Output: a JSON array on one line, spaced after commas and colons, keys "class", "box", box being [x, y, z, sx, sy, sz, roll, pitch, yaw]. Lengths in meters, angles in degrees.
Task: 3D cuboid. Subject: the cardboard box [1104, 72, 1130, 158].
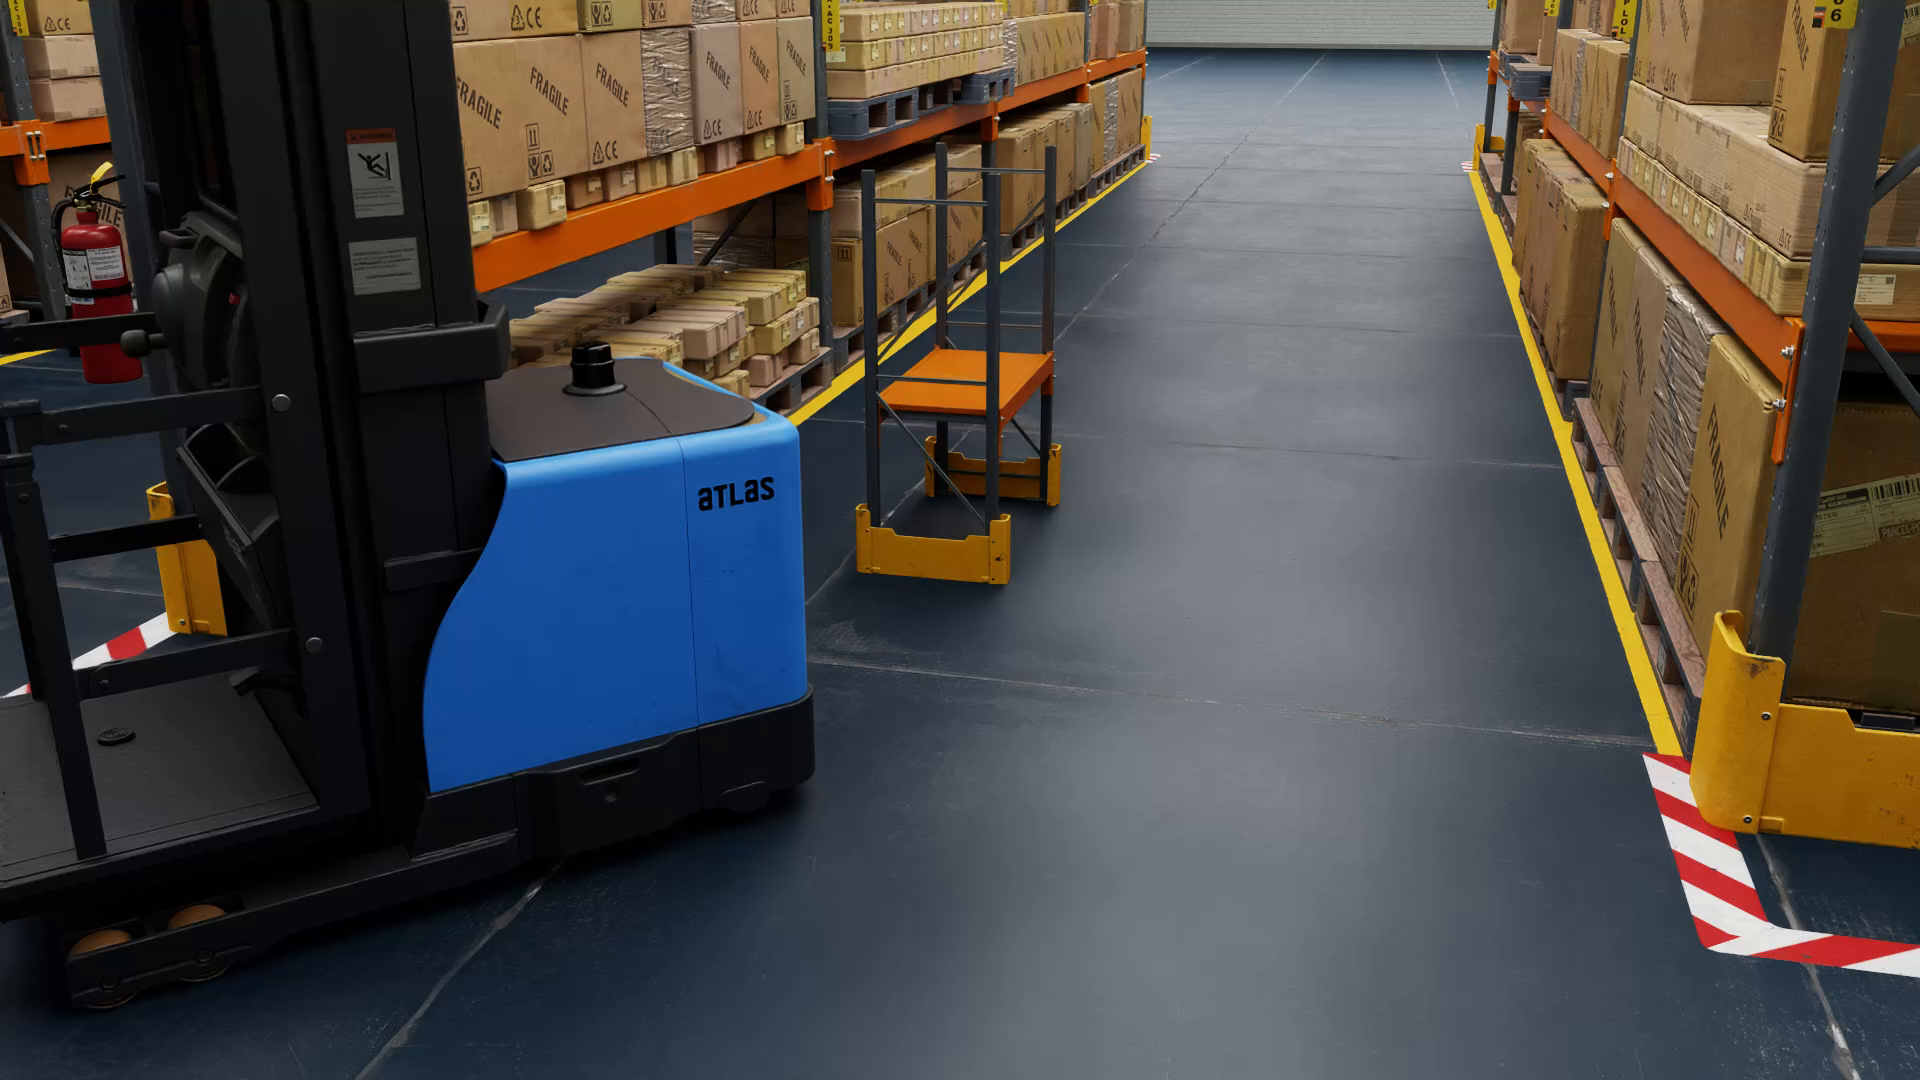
[{"class": "cardboard box", "box": [1.414, -4.803, 18.746, 0.875, 0.875, 0.875, 4, 19, 13]}]

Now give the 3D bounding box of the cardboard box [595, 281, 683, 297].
[{"class": "cardboard box", "box": [-1.627, -1.217, 8.450, 0.380, 0.149, 0.250, 4, 19, 13]}]

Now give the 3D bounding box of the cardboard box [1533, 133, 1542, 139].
[{"class": "cardboard box", "box": [5.673, -3.564, 15.700, 0.500, 0.500, 0.500, 4, 19, 12]}]

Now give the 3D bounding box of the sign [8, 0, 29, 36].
[{"class": "sign", "box": [-5.490, -3.105, 9.676, 0.100, 0.325, 0.005, 5, 19, 13]}]

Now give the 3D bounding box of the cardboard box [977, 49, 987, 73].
[{"class": "cardboard box", "box": [-0.026, -3.327, 11.525, 0.380, 0.149, 0.250, 5, 19, 14]}]

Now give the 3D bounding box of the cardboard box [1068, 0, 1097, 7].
[{"class": "cardboard box", "box": [0.875, -5.545, 16.377, 0.875, 0.550, 0.550, 5, 19, 13]}]

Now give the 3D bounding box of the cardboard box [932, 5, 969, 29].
[{"class": "cardboard box", "box": [-0.155, -3.448, 10.960, 0.380, 0.149, 0.250, 5, 19, 13]}]

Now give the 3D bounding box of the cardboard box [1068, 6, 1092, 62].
[{"class": "cardboard box", "box": [0.830, -5.037, 16.562, 0.875, 0.550, 0.550, 5, 19, 13]}]

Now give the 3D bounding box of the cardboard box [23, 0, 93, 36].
[{"class": "cardboard box", "box": [-5.642, -3.337, 10.115, 0.500, 0.500, 0.500, 5, 19, 14]}]

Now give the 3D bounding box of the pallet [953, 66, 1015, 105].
[{"class": "pallet", "box": [-0.297, -3.273, 11.927, 1.213, 0.211, 1.003, 5, 19, 13]}]

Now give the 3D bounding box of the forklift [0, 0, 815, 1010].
[{"class": "forklift", "box": [-1.918, -0.549, 3.760, 3.031, 2.935, 1.130, -12, 22, -31]}]

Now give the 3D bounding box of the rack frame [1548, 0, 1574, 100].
[{"class": "rack frame", "box": [4.559, -3.173, 11.335, 1.000, 3.000, 0.127, 5, 19, 13]}]

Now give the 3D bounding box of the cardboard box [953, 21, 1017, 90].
[{"class": "cardboard box", "box": [0.145, -3.763, 12.908, 0.500, 0.500, 0.500, 5, 19, 14]}]

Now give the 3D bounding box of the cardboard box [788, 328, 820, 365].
[{"class": "cardboard box", "box": [-0.969, -1.042, 8.858, 0.380, 0.149, 0.250, 5, 19, 14]}]

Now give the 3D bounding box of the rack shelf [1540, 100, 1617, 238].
[{"class": "rack shelf", "box": [4.070, -2.205, 9.616, 1.077, 0.370, 4.000, 5, 19, 13]}]

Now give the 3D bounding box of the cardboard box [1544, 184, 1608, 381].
[{"class": "cardboard box", "box": [3.718, -1.314, 8.532, 1.225, 0.875, 0.875, 5, 19, 14]}]

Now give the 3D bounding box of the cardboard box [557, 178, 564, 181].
[{"class": "cardboard box", "box": [-1.714, -1.300, 6.243, 0.380, 0.149, 0.250, 6, 20, 16]}]

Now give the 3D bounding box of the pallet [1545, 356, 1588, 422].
[{"class": "pallet", "box": [3.697, -0.847, 8.841, 1.003, 0.211, 1.213, 5, 19, 13]}]

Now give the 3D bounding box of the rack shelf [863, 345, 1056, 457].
[{"class": "rack shelf", "box": [0.021, -0.566, 6.582, 0.538, 0.185, 1.000, 5, 19, 13]}]

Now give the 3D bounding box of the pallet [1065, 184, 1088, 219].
[{"class": "pallet", "box": [0.636, -3.282, 15.971, 1.003, 0.211, 1.213, 5, 19, 13]}]

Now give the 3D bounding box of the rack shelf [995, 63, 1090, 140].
[{"class": "rack shelf", "box": [0.262, -3.882, 14.526, 1.077, 0.370, 4.000, 5, 19, 13]}]

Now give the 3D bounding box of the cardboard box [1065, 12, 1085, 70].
[{"class": "cardboard box", "box": [0.883, -4.712, 15.688, 0.500, 0.500, 0.500, 5, 19, 13]}]

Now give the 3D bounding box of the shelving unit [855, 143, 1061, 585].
[{"class": "shelving unit", "box": [0.019, -0.734, 6.515, 0.587, 1.500, 1.083, 5, 19, 13]}]

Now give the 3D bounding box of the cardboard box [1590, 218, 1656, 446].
[{"class": "cardboard box", "box": [3.343, -0.912, 7.353, 0.875, 0.875, 0.875, 5, 19, 13]}]

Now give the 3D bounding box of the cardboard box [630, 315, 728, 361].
[{"class": "cardboard box", "box": [-1.285, -0.927, 7.600, 0.380, 0.149, 0.250, 4, 19, 11]}]

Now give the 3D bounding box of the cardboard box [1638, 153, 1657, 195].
[{"class": "cardboard box", "box": [2.996, -1.486, 6.786, 0.380, 0.149, 0.250, 4, 19, 12]}]

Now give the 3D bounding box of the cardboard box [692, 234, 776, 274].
[{"class": "cardboard box", "box": [-1.267, -1.610, 9.978, 0.500, 0.500, 0.500, 4, 19, 12]}]

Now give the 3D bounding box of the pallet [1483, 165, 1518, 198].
[{"class": "pallet", "box": [5.962, -3.704, 17.204, 1.003, 0.211, 1.213, 5, 19, 13]}]

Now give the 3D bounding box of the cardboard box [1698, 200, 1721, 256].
[{"class": "cardboard box", "box": [2.620, -1.004, 5.375, 0.380, 0.149, 0.250, 4, 19, 12]}]

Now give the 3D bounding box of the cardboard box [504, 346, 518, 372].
[{"class": "cardboard box", "box": [-2.104, -0.736, 7.041, 0.380, 0.149, 0.250, 5, 20, 15]}]

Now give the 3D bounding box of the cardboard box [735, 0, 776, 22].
[{"class": "cardboard box", "box": [-1.177, -2.672, 7.709, 0.500, 0.500, 0.500, 4, 19, 12]}]

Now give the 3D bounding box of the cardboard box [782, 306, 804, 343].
[{"class": "cardboard box", "box": [-1.026, -1.123, 8.635, 0.380, 0.149, 0.250, 4, 19, 11]}]

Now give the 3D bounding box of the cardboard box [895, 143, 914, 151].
[{"class": "cardboard box", "box": [-0.629, -2.770, 12.213, 0.500, 0.250, 0.500, 4, 19, 11]}]

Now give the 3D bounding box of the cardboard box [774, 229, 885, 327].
[{"class": "cardboard box", "box": [-0.766, -1.569, 9.857, 0.500, 0.500, 0.500, 5, 20, 16]}]

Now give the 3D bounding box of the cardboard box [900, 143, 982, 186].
[{"class": "cardboard box", "box": [-0.139, -2.732, 12.101, 0.500, 0.250, 0.500, 4, 19, 12]}]

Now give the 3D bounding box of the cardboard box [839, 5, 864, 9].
[{"class": "cardboard box", "box": [-0.847, -3.416, 10.866, 0.380, 0.149, 0.250, 5, 20, 15]}]

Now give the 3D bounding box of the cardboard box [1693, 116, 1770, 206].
[{"class": "cardboard box", "box": [2.714, -1.226, 5.409, 0.500, 0.250, 0.500, 4, 19, 12]}]

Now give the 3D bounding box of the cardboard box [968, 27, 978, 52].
[{"class": "cardboard box", "box": [-0.092, -3.381, 11.224, 0.380, 0.149, 0.250, 5, 19, 14]}]

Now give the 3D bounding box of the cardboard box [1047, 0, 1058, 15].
[{"class": "cardboard box", "box": [0.512, -5.053, 15.138, 0.700, 0.500, 0.500, 4, 19, 12]}]

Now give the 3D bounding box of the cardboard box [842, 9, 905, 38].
[{"class": "cardboard box", "box": [-0.534, -2.959, 9.528, 0.380, 0.149, 0.250, 5, 19, 14]}]

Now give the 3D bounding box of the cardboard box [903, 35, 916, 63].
[{"class": "cardboard box", "box": [-0.474, -2.894, 9.798, 0.380, 0.149, 0.250, 4, 19, 11]}]

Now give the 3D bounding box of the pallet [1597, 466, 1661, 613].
[{"class": "pallet", "box": [3.024, 0.017, 6.313, 1.003, 0.211, 1.213, 5, 19, 13]}]

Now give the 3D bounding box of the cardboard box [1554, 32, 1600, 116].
[{"class": "cardboard box", "box": [4.052, -2.927, 10.462, 0.500, 0.500, 0.500, 4, 19, 12]}]

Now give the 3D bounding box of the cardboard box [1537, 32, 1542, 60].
[{"class": "cardboard box", "box": [4.704, -3.852, 12.882, 0.396, 0.266, 0.258, 4, 19, 12]}]

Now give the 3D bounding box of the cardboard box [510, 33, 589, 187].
[{"class": "cardboard box", "box": [-1.697, -1.565, 6.014, 0.500, 0.500, 0.500, 5, 19, 13]}]

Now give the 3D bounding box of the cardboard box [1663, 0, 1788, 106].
[{"class": "cardboard box", "box": [2.966, -1.896, 6.211, 0.500, 0.500, 0.500, 4, 19, 12]}]

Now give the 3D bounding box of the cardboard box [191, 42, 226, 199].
[{"class": "cardboard box", "box": [-2.321, -1.438, 5.641, 0.500, 0.500, 0.500, 5, 20, 14]}]

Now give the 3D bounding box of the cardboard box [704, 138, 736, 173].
[{"class": "cardboard box", "box": [-1.251, -1.781, 7.649, 0.380, 0.149, 0.250, 4, 19, 11]}]

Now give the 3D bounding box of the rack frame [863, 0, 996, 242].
[{"class": "rack frame", "box": [-0.226, -3.596, 12.575, 1.000, 3.000, 0.127, 5, 19, 13]}]

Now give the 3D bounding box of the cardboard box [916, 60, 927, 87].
[{"class": "cardboard box", "box": [-0.410, -2.833, 10.080, 0.380, 0.149, 0.250, 4, 19, 11]}]

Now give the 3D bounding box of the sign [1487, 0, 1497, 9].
[{"class": "sign", "box": [5.987, -6.132, 18.662, 0.100, 0.325, 0.005, 5, 19, 13]}]
